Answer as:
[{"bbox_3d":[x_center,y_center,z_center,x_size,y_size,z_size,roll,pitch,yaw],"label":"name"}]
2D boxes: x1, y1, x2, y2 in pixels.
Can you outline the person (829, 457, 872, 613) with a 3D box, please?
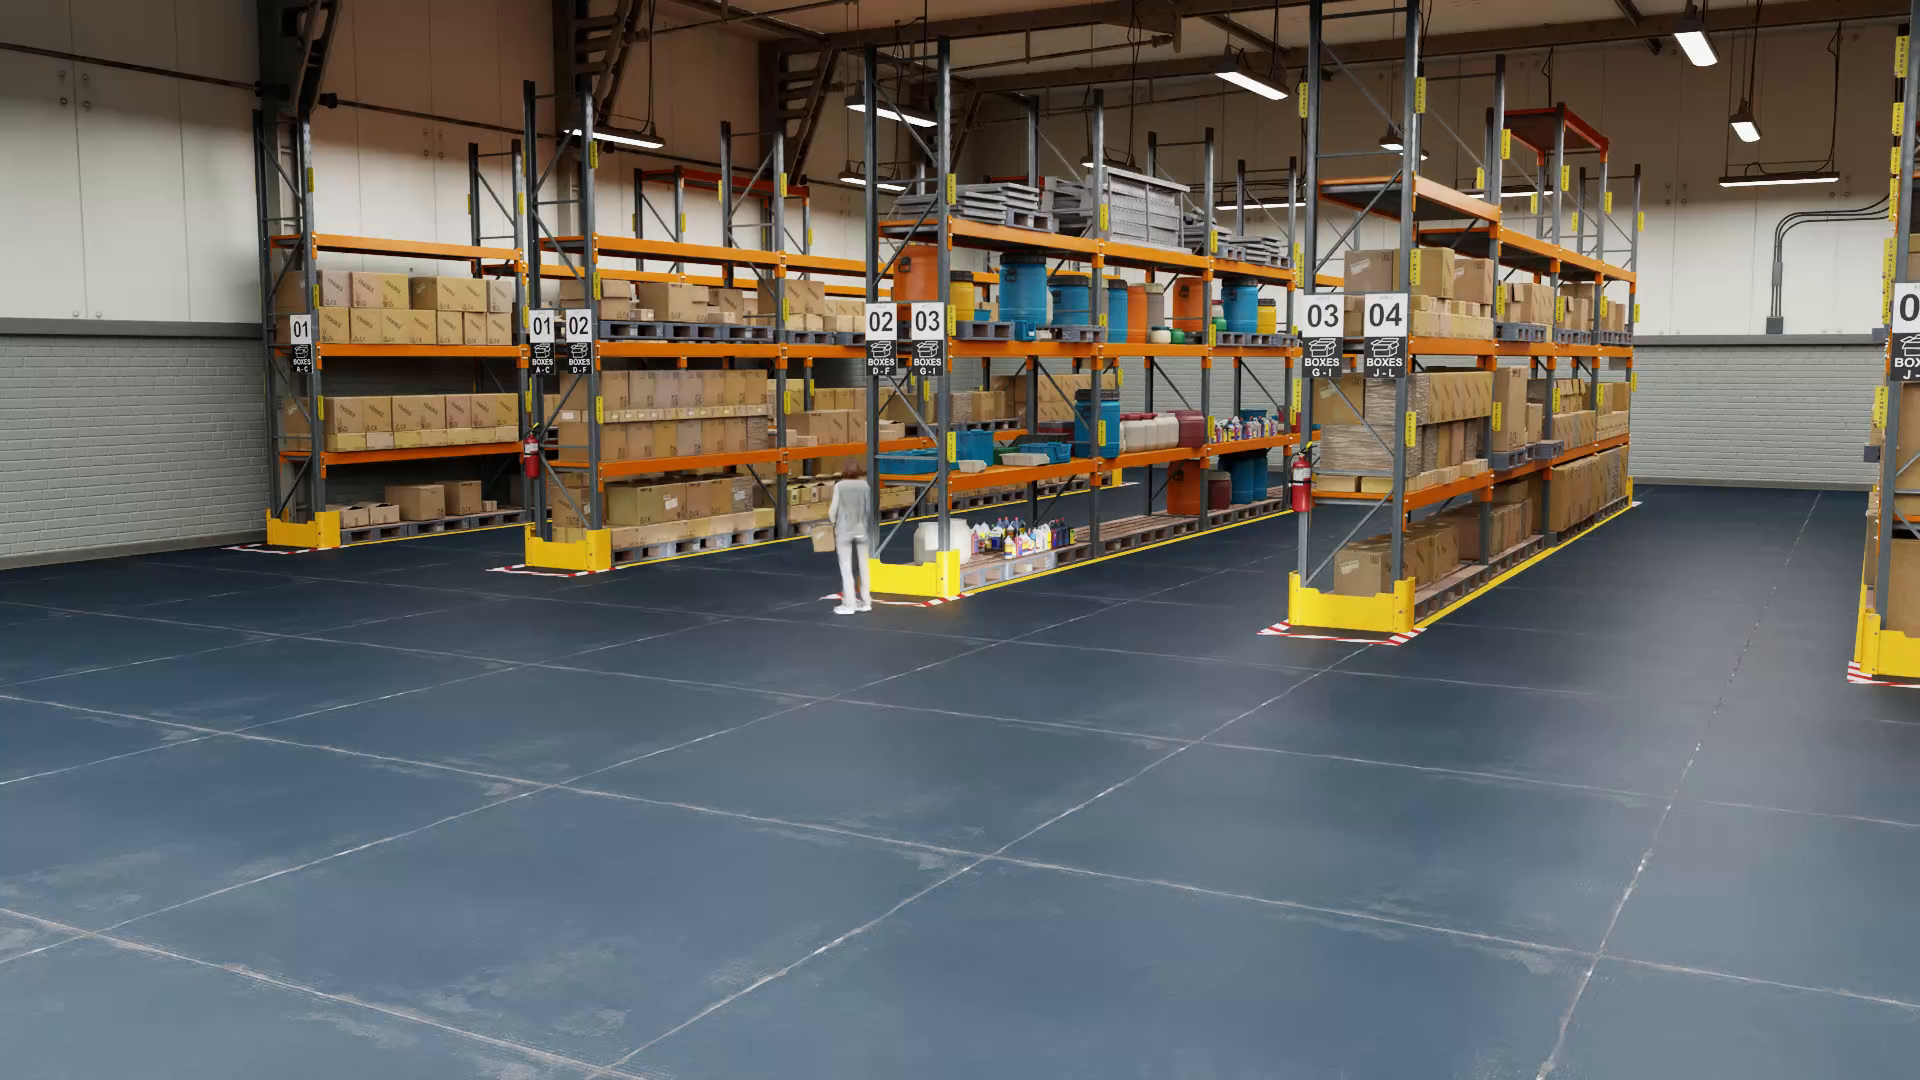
[{"bbox_3d":[-1.120,-0.052,16.960,0.444,1.599,0.451,-2,6,-16],"label":"person"}]
